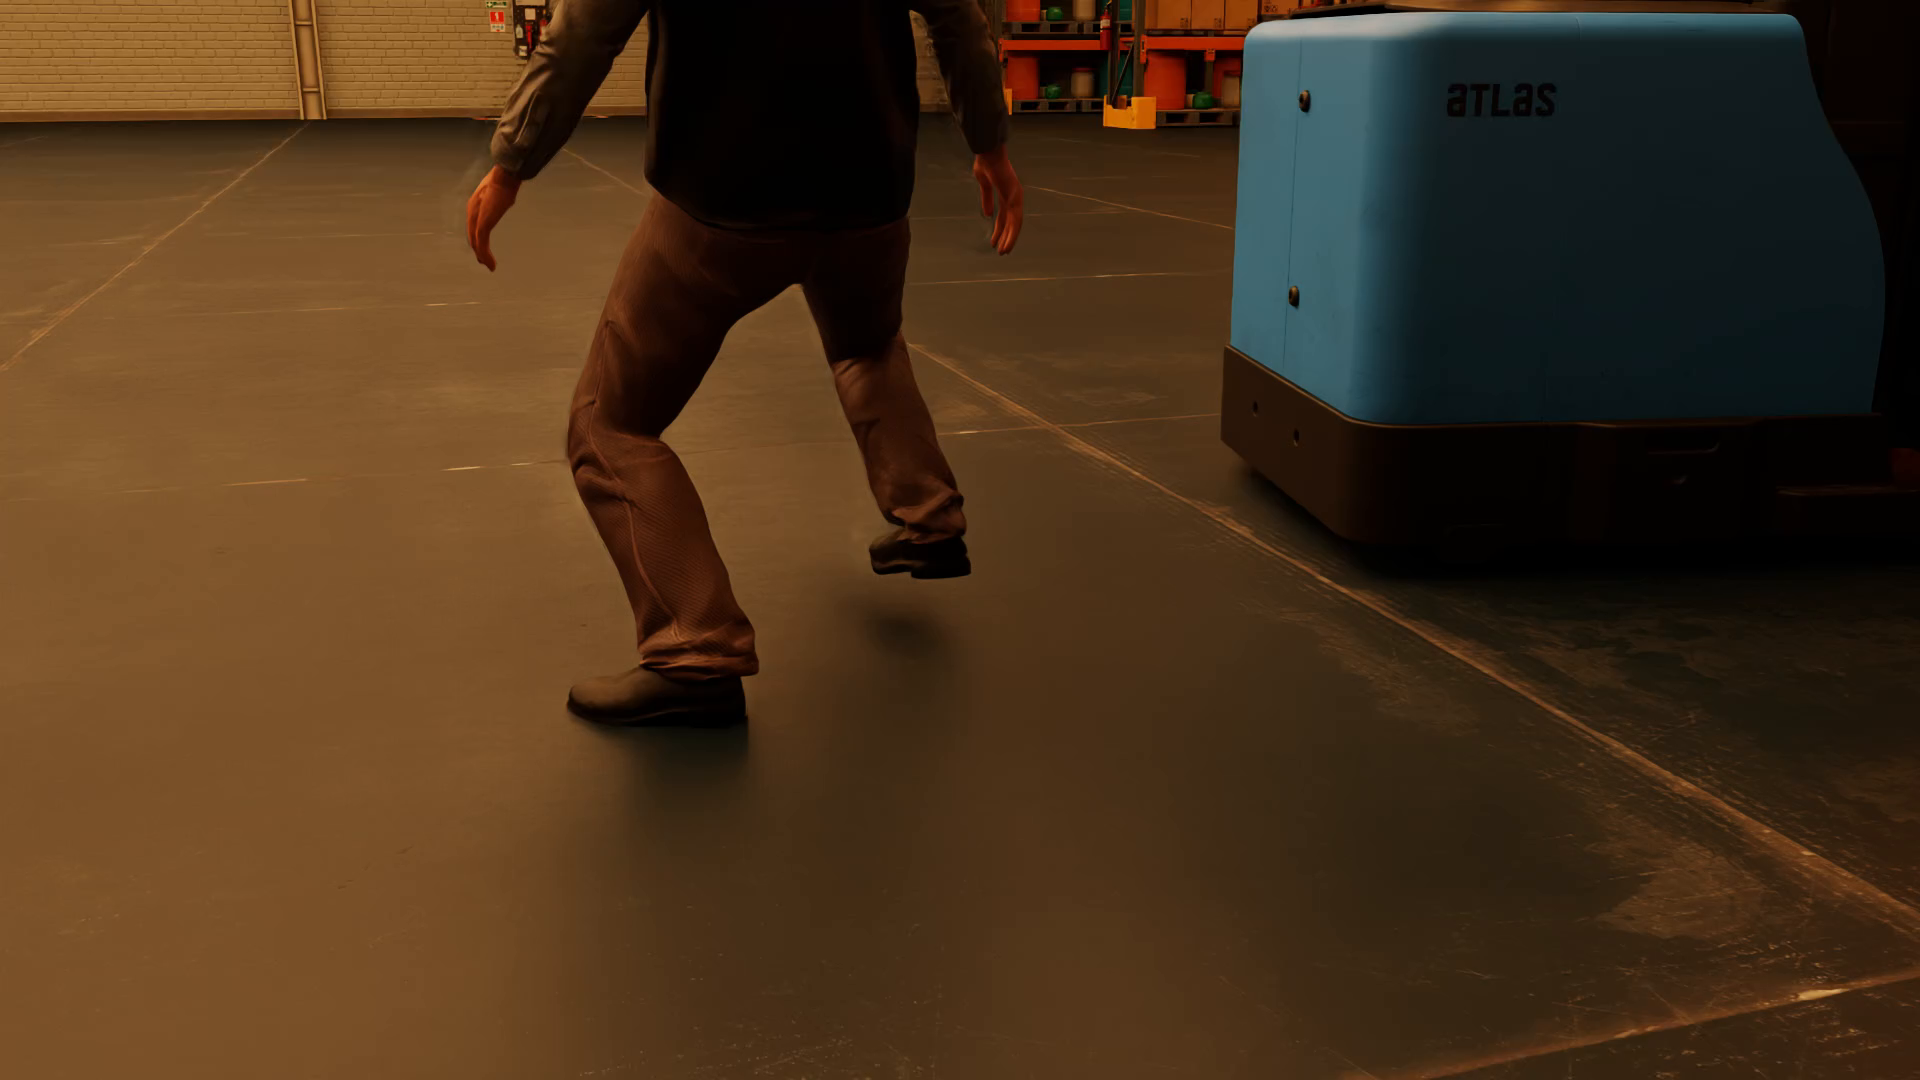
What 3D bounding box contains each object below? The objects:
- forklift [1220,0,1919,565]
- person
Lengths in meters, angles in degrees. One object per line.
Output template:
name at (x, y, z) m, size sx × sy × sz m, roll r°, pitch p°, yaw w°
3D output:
forklift at (2.208, -1.519, 3.538) m, size 3.031 × 2.935 × 1.130 m, roll -2°, pitch 16°, yaw -7°
person at (-0.317, -0.573, 2.699) m, size 0.916 × 1.615 × 0.593 m, roll -8°, pitch 18°, yaw -27°
